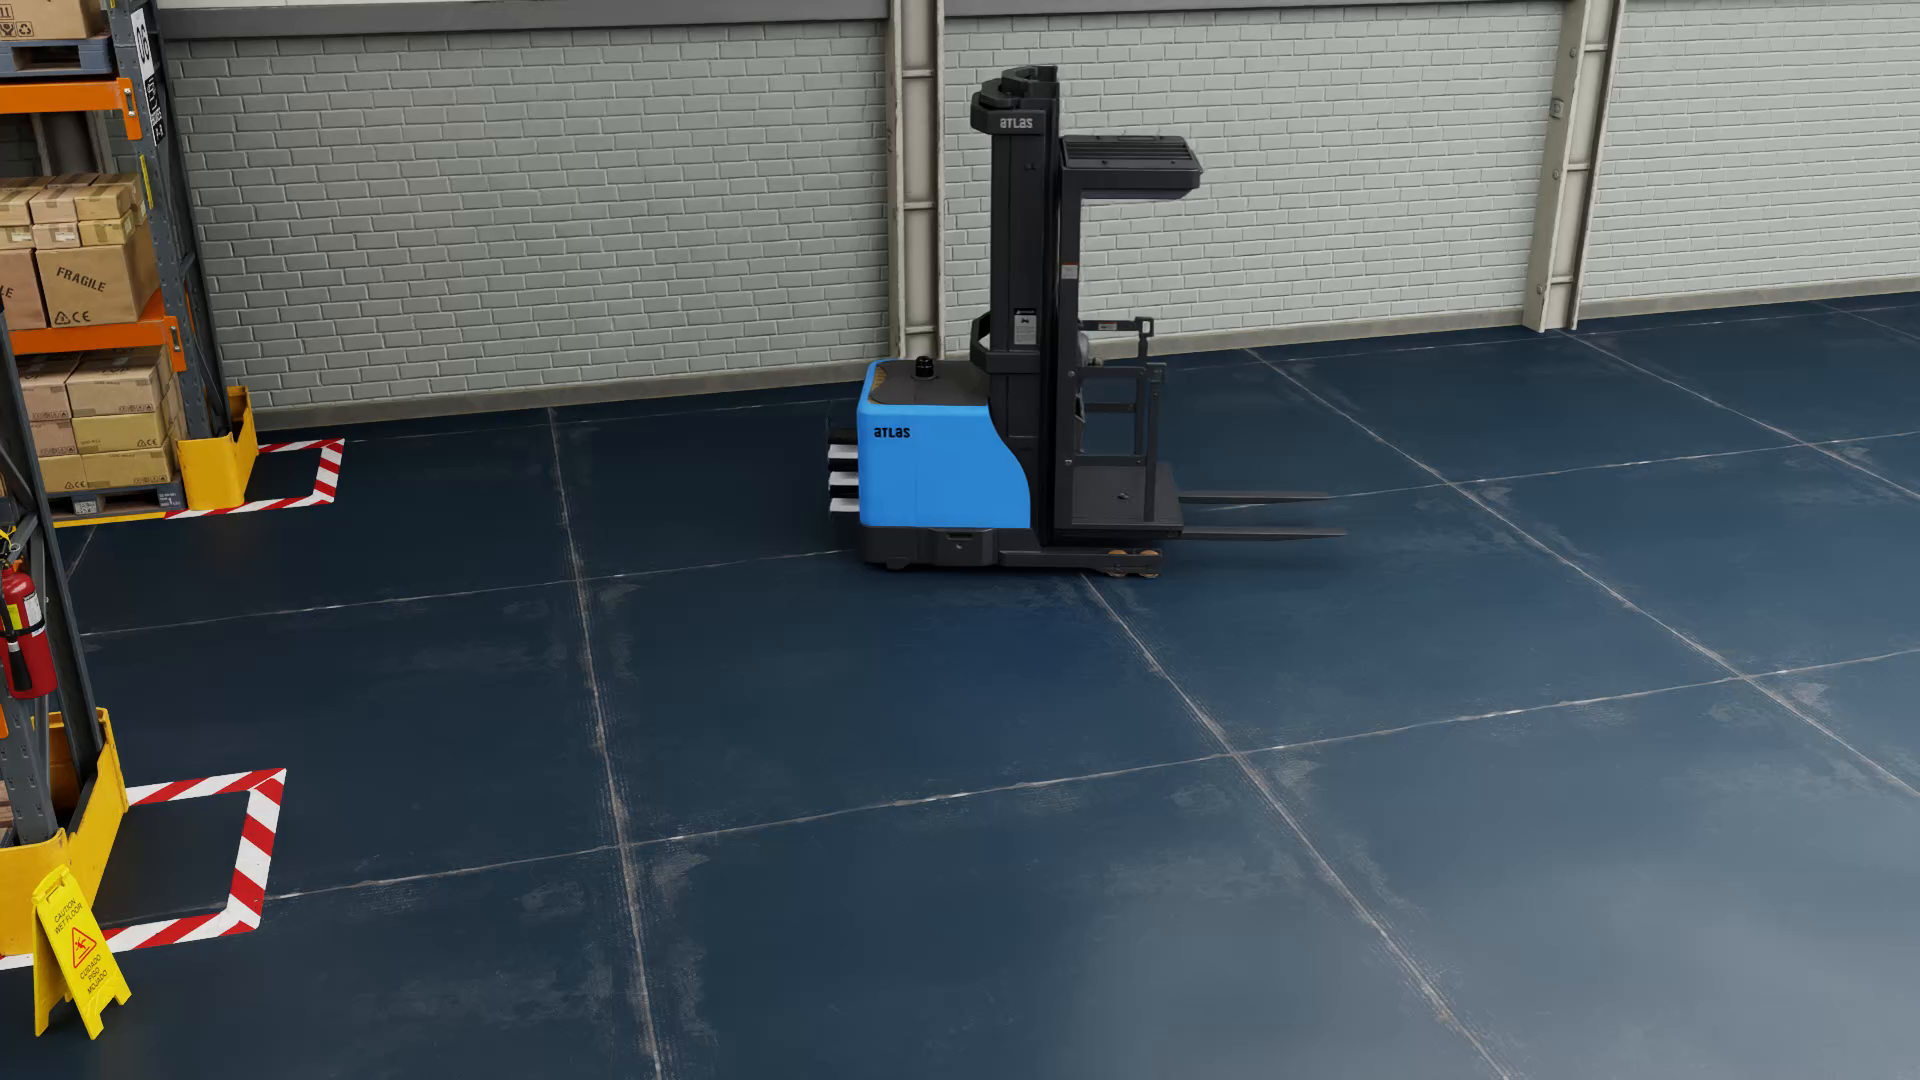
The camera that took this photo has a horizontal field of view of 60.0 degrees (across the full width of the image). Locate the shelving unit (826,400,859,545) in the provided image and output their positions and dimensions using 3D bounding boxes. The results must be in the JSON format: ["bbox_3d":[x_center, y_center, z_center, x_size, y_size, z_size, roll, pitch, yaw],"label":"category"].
[{"bbox_3d":[-0.726,-0.425,10.600,0.210,0.900,0.258,1,23,2],"label":"shelving unit"}]

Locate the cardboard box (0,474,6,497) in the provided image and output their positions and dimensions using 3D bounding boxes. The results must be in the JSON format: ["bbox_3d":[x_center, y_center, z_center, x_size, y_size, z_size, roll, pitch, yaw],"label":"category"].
[{"bbox_3d":[-6.545,-0.464,10.981,0.500,0.250,0.500,-6,24,-14],"label":"cardboard box"}]

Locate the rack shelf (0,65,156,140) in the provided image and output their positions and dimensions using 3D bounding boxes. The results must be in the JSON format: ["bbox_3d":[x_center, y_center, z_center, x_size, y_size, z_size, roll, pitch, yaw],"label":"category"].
[{"bbox_3d":[-7.138,-2.638,10.203,4.000,0.370,1.077,-6,24,-14],"label":"rack shelf"}]

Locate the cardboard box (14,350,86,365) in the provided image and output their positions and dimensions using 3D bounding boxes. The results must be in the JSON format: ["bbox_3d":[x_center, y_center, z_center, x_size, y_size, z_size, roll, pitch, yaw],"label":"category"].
[{"bbox_3d":[-6.207,-1.158,11.332,0.500,0.250,0.500,-6,24,-14],"label":"cardboard box"}]

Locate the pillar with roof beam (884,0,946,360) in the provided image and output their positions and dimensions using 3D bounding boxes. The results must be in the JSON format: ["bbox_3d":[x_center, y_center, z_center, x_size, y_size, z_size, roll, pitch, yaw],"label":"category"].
[{"bbox_3d":[0.813,-3.833,8.271,0.400,9.000,9.100,-6,24,-14],"label":"pillar with roof beam"}]

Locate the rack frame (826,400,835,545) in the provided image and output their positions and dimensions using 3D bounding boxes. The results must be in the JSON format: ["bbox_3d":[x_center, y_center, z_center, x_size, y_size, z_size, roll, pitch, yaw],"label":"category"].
[{"bbox_3d":[-0.827,-0.427,10.603,0.006,0.900,0.240,1,23,2],"label":"rack frame"}]

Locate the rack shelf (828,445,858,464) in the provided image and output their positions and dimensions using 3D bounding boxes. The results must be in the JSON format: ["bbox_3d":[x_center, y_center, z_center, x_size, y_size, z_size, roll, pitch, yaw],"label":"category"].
[{"bbox_3d":[-0.726,-0.560,10.542,0.200,0.077,0.258,1,23,2],"label":"rack shelf"}]

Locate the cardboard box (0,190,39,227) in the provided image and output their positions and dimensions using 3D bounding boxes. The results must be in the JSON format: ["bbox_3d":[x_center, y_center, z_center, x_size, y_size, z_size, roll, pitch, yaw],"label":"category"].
[{"bbox_3d":[-5.974,-2.090,10.490,0.250,0.149,0.380,-6,24,-13],"label":"cardboard box"}]

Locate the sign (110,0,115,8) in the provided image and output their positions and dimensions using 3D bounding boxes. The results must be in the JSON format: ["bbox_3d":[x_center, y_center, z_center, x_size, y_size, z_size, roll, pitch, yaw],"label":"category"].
[{"bbox_3d":[-5.079,-3.345,9.915,0.005,0.325,0.100,-6,24,-14],"label":"sign"}]

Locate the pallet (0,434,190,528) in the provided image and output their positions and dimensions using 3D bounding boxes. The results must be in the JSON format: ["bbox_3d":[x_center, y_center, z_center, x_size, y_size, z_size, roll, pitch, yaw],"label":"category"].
[{"bbox_3d":[-5.938,-0.425,11.472,1.213,0.211,1.003,-6,24,-14],"label":"pallet"}]

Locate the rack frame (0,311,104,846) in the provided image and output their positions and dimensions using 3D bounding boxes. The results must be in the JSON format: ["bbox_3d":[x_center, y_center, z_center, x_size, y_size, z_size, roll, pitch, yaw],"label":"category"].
[{"bbox_3d":[-3.868,0.081,6.758,0.127,3.000,1.000,-6,24,-14],"label":"rack frame"}]

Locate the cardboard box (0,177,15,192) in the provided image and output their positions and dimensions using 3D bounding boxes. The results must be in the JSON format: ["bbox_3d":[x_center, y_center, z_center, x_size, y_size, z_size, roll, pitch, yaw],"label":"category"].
[{"bbox_3d":[-6.347,-2.260,10.887,0.250,0.149,0.380,-6,24,-14],"label":"cardboard box"}]

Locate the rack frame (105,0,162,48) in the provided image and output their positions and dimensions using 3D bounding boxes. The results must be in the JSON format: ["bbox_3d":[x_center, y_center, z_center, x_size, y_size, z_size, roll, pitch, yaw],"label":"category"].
[{"bbox_3d":[-5.213,-4.560,9.966,0.127,3.000,1.000,-6,24,-14],"label":"rack frame"}]

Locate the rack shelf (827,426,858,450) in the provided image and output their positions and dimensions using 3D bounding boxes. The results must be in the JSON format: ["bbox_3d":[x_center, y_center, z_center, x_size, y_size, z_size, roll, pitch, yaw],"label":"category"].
[{"bbox_3d":[-0.726,-0.643,10.507,0.200,0.077,0.258,1,23,2],"label":"rack shelf"}]

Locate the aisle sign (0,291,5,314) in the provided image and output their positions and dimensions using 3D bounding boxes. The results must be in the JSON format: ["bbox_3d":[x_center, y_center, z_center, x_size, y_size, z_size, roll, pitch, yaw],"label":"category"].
[{"bbox_3d":[-3.892,-1.238,6.535,0.004,0.787,0.394,-6,24,-14],"label":"aisle sign"}]

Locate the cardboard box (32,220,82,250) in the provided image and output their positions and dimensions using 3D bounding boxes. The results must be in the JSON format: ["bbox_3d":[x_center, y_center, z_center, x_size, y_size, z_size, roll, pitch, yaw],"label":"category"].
[{"bbox_3d":[-5.709,-1.966,10.578,0.250,0.149,0.380,-6,24,-14],"label":"cardboard box"}]

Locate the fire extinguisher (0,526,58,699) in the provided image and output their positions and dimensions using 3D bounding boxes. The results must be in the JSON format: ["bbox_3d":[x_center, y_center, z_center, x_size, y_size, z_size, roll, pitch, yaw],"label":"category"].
[{"bbox_3d":[-3.634,0.279,6.394,0.183,0.674,0.296,-6,24,-14],"label":"fire extinguisher"}]

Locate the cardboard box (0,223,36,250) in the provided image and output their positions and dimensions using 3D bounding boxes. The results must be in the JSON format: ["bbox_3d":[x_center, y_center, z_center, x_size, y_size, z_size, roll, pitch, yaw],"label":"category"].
[{"bbox_3d":[-5.975,-1.961,10.568,0.250,0.149,0.380,-6,24,-13],"label":"cardboard box"}]

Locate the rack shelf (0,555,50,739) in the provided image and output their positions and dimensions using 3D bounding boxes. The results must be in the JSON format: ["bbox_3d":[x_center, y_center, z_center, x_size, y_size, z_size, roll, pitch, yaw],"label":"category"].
[{"bbox_3d":[-5.794,0.624,6.404,4.000,0.370,1.077,-6,24,-14],"label":"rack shelf"}]

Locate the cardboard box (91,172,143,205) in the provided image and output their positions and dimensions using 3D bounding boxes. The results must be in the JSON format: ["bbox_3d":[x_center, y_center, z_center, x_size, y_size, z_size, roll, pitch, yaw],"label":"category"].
[{"bbox_3d":[-5.594,-2.330,11.049,0.250,0.149,0.380,-7,24,-15],"label":"cardboard box"}]

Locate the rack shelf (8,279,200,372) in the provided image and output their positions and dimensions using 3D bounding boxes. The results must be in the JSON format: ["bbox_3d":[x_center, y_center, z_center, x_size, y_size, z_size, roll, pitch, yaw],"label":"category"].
[{"bbox_3d":[-7.138,-1.260,10.795,4.000,0.370,1.077,-6,24,-14],"label":"rack shelf"}]

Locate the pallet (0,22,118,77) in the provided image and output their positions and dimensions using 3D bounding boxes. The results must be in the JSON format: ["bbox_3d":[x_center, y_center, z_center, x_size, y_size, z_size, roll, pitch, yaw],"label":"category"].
[{"bbox_3d":[-5.900,-3.076,10.423,1.213,0.211,1.003,-6,24,-14],"label":"pallet"}]

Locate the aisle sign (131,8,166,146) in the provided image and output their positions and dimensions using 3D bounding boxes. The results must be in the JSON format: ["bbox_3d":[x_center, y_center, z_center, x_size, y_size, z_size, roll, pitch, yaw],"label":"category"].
[{"bbox_3d":[-5.070,-2.894,10.393,0.004,0.787,0.394,-6,24,-14],"label":"aisle sign"}]

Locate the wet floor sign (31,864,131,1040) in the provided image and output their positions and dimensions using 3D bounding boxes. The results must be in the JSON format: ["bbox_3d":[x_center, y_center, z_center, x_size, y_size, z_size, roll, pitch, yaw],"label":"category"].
[{"bbox_3d":[-3.396,1.548,6.323,0.232,0.644,0.267,2,23,4],"label":"wet floor sign"}]

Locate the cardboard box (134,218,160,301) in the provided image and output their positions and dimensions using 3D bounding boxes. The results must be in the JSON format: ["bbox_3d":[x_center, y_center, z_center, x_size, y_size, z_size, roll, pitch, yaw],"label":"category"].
[{"bbox_3d":[-5.765,-1.902,11.252,0.500,0.500,0.500,-6,24,-13],"label":"cardboard box"}]

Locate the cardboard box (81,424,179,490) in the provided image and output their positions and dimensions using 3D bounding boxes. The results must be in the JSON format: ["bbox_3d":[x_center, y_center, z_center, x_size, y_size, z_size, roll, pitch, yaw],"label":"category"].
[{"bbox_3d":[-5.580,-0.563,11.212,0.500,0.250,0.500,-6,24,-14],"label":"cardboard box"}]

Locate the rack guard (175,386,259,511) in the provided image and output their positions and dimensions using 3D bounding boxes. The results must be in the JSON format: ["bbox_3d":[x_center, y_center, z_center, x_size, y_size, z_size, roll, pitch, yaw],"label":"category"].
[{"bbox_3d":[-5.190,-0.657,11.648,0.348,0.500,1.175,-6,24,-14],"label":"rack guard"}]

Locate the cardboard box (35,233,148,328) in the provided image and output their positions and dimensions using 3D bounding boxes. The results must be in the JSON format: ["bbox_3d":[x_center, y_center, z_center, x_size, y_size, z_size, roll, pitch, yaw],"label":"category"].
[{"bbox_3d":[-5.616,-1.697,10.775,0.500,0.500,0.500,-7,24,-16],"label":"cardboard box"}]

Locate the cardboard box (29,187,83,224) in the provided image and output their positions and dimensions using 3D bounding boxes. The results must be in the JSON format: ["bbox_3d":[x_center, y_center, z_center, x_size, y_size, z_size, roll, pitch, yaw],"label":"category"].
[{"bbox_3d":[-5.730,-2.128,10.579,0.250,0.149,0.380,-6,24,-14],"label":"cardboard box"}]

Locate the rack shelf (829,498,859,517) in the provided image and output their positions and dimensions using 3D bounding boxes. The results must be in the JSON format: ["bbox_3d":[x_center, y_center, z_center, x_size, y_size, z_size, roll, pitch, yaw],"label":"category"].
[{"bbox_3d":[-0.726,-0.229,10.684,0.200,0.077,0.258,1,23,2],"label":"rack shelf"}]

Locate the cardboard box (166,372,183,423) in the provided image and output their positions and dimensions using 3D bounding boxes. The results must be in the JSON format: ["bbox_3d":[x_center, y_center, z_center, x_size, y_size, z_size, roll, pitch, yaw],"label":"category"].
[{"bbox_3d":[-5.721,-0.991,11.577,0.500,0.250,0.500,-6,24,-13],"label":"cardboard box"}]

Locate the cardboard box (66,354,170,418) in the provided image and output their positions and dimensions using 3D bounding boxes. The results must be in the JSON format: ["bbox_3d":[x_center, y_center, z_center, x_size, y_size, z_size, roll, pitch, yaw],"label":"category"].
[{"bbox_3d":[-5.572,-1.025,11.021,0.500,0.250,0.500,-5,24,-13],"label":"cardboard box"}]

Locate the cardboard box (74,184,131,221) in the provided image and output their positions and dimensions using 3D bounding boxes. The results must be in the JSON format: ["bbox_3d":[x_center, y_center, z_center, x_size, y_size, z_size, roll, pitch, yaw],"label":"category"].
[{"bbox_3d":[-5.501,-2.166,10.668,0.250,0.149,0.380,-6,24,-14],"label":"cardboard box"}]

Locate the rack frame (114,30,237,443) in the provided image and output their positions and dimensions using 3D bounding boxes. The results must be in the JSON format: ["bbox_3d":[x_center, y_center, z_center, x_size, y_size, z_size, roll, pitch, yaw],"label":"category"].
[{"bbox_3d":[-5.213,-1.804,11.149,0.127,3.000,1.000,-6,24,-14],"label":"rack frame"}]

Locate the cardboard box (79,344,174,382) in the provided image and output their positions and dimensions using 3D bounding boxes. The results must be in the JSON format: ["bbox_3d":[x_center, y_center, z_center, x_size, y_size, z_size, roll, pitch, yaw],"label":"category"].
[{"bbox_3d":[-5.727,-1.213,11.460,0.500,0.250,0.500,-7,24,-15],"label":"cardboard box"}]

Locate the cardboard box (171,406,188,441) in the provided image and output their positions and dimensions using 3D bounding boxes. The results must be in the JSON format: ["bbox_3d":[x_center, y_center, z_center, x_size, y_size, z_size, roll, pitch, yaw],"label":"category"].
[{"bbox_3d":[-5.738,-0.755,11.660,0.500,0.250,0.500,-6,24,-14],"label":"cardboard box"}]

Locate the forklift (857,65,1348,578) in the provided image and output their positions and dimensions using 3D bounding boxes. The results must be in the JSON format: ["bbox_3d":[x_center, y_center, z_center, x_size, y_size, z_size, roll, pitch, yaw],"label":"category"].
[{"bbox_3d":[0.896,-1.328,10.128,3.031,2.935,1.130,1,23,2],"label":"forklift"}]

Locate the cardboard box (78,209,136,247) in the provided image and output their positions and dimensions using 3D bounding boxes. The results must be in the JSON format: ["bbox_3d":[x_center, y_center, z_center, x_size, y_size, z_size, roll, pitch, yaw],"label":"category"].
[{"bbox_3d":[-5.471,-2.004,10.668,0.250,0.149,0.380,-6,24,-14],"label":"cardboard box"}]

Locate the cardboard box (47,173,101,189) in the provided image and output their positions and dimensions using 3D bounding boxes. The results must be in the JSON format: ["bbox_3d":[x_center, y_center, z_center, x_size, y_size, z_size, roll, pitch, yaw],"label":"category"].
[{"bbox_3d":[-5.867,-2.325,11.038,0.250,0.149,0.380,-5,24,-13],"label":"cardboard box"}]

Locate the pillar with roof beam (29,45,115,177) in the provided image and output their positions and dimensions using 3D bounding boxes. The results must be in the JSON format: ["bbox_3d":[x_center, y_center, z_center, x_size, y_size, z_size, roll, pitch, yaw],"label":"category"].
[{"bbox_3d":[-4.964,-3.194,6.782,0.400,9.000,9.100,-6,24,-14],"label":"pillar with roof beam"}]

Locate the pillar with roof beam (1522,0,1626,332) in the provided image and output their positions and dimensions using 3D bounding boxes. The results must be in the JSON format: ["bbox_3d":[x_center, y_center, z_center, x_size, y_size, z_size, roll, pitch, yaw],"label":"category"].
[{"bbox_3d":[6.590,-4.472,9.761,0.400,9.000,9.100,-6,24,-14],"label":"pillar with roof beam"}]

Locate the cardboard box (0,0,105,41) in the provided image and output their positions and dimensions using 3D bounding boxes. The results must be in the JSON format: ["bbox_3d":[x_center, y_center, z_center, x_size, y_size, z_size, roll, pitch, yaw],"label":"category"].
[{"bbox_3d":[-5.573,-3.327,10.110,0.500,0.500,0.500,-6,24,-13],"label":"cardboard box"}]

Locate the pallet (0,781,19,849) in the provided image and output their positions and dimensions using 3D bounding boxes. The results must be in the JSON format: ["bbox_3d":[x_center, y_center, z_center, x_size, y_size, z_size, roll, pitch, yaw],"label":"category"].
[{"bbox_3d":[-4.733,1.443,7.119,1.213,0.211,1.003,-6,24,-14],"label":"pallet"}]

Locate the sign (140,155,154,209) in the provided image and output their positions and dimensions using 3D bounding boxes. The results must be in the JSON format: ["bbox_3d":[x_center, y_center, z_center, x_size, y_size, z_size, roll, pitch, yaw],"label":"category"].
[{"bbox_3d":[-5.079,-2.237,10.391,0.005,0.325,0.100,-6,24,-14],"label":"sign"}]

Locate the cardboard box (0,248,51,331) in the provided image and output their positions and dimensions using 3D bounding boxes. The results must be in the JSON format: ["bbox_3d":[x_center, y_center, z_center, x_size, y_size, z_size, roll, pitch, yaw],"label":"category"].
[{"bbox_3d":[-6.118,-1.646,10.654,0.500,0.500,0.500,-6,24,-13],"label":"cardboard box"}]

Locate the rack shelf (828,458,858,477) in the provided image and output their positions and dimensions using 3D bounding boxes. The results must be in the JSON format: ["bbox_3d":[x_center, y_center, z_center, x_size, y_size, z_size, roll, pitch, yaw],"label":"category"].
[{"bbox_3d":[-0.726,-0.477,10.578,0.200,0.077,0.258,1,23,2],"label":"rack shelf"}]

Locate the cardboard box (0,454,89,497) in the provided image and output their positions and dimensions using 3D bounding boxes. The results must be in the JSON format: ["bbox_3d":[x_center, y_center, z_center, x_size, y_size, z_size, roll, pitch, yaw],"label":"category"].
[{"bbox_3d":[-6.061,-0.514,11.097,0.500,0.250,0.500,-6,24,-14],"label":"cardboard box"}]

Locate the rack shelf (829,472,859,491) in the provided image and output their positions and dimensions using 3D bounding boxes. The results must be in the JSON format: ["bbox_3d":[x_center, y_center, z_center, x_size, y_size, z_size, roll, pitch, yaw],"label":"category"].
[{"bbox_3d":[-0.726,-0.395,10.613,0.200,0.077,0.258,1,23,2],"label":"rack shelf"}]

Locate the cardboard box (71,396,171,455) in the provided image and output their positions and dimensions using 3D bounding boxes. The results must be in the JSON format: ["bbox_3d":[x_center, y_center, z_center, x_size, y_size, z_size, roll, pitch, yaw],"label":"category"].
[{"bbox_3d":[-5.597,-0.792,11.113,0.500,0.250,0.500,-7,24,-15],"label":"cardboard box"}]

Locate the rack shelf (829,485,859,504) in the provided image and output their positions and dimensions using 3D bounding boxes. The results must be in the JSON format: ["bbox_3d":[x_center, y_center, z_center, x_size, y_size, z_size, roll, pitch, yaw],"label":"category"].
[{"bbox_3d":[-0.726,-0.312,10.649,0.200,0.077,0.258,1,23,2],"label":"rack shelf"}]

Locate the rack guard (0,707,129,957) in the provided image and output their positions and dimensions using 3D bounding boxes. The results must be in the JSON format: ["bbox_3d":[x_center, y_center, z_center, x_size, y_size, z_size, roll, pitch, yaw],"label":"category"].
[{"bbox_3d":[-3.941,1.237,7.232,0.348,0.500,1.175,-6,24,-14],"label":"rack guard"}]

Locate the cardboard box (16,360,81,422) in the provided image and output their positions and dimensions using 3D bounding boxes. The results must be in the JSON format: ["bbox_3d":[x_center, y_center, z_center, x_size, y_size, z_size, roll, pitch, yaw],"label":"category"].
[{"bbox_3d":[-6.062,-0.968,10.889,0.500,0.250,0.500,-6,24,-13],"label":"cardboard box"}]

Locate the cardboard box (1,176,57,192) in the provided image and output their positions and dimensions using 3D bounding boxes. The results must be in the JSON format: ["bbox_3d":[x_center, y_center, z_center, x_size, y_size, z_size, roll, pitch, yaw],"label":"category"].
[{"bbox_3d":[-6.105,-2.281,10.935,0.250,0.149,0.380,-6,24,-13],"label":"cardboard box"}]

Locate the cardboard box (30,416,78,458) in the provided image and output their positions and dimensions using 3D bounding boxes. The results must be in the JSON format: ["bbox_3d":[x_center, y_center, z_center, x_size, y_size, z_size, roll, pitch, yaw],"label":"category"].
[{"bbox_3d":[-6.083,-0.743,10.998,0.500,0.250,0.500,-7,24,-15],"label":"cardboard box"}]

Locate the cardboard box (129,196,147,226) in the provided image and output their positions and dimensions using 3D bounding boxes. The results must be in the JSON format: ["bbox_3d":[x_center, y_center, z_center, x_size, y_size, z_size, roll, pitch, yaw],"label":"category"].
[{"bbox_3d":[-5.609,-2.210,11.147,0.250,0.149,0.380,-7,24,-16],"label":"cardboard box"}]
